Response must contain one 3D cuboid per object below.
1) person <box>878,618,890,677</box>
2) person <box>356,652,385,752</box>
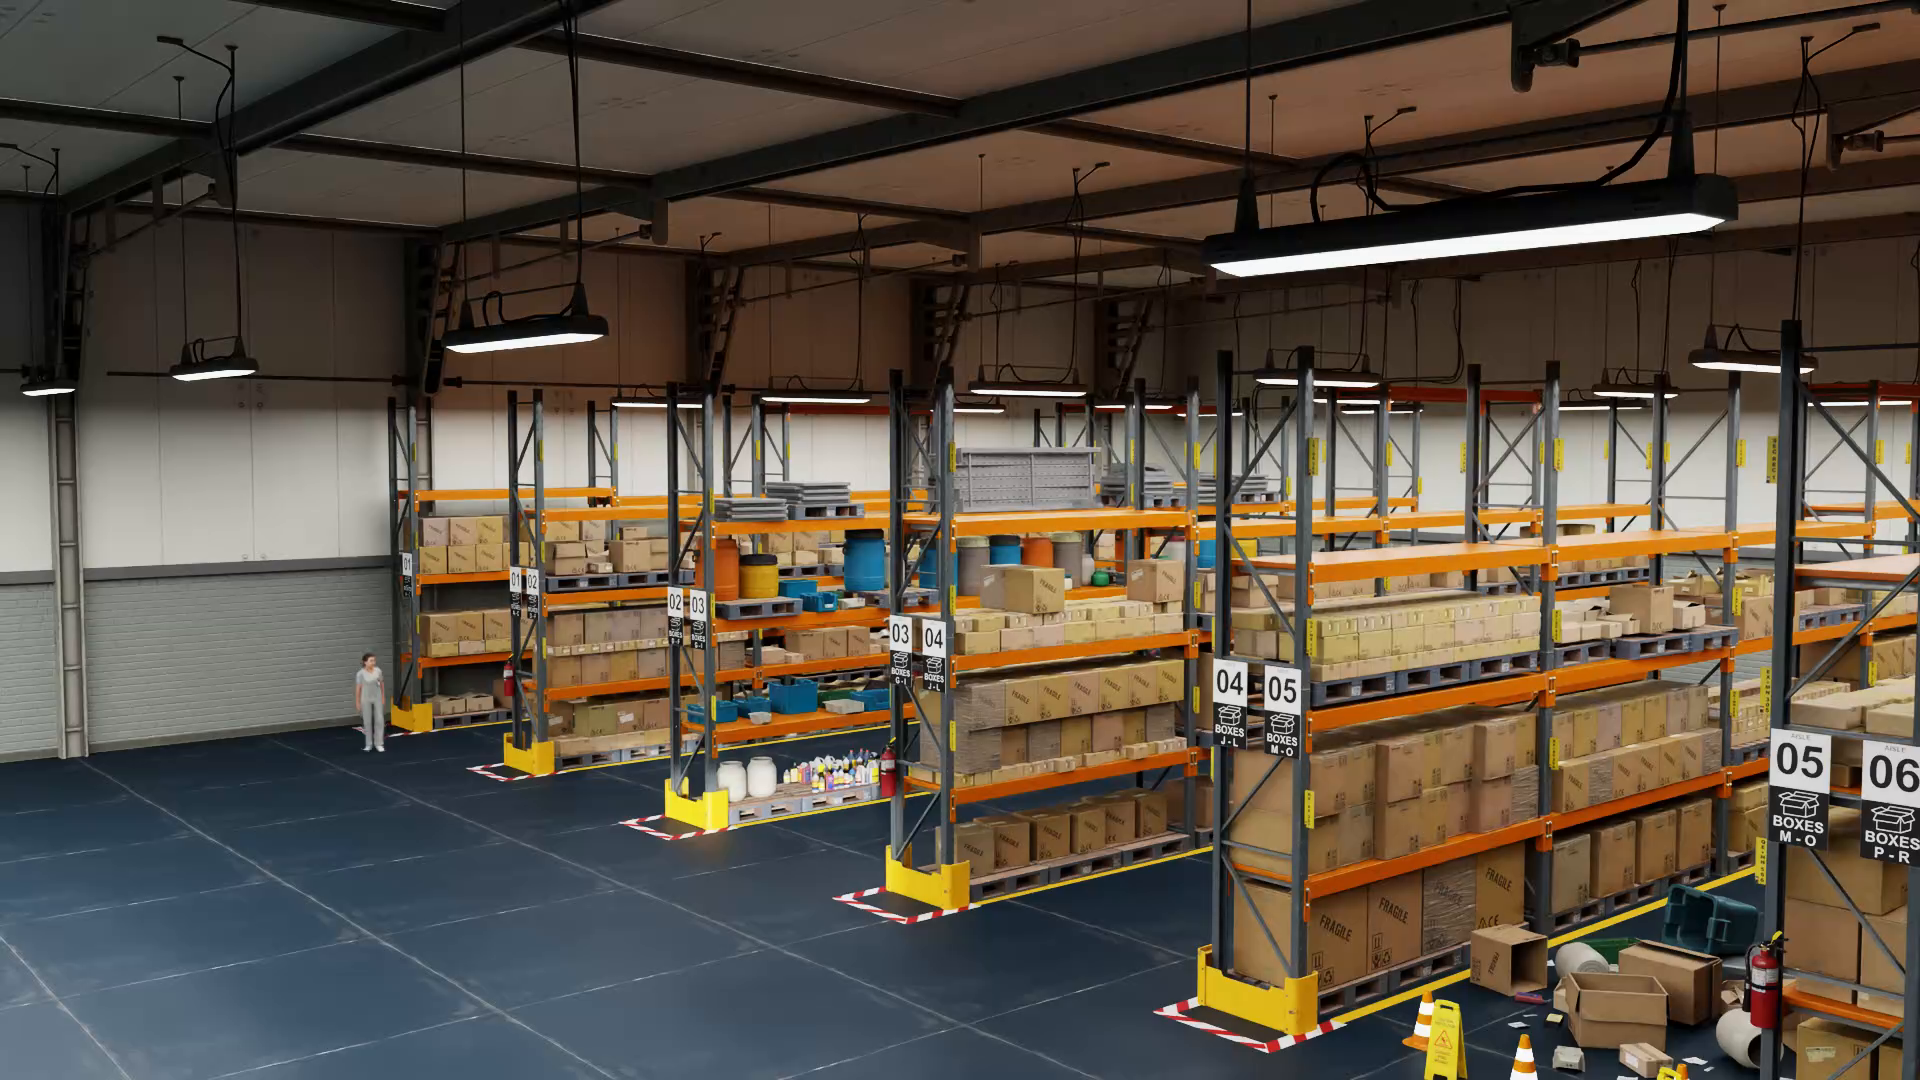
[{"bbox_3d":[-1.297,2.365,32.901,0.642,1.764,0.602,-1,3,-14],"label":"person"},{"bbox_3d":[-9.885,2.711,27.873,0.491,1.676,0.388,-2,4,-36],"label":"person"}]
